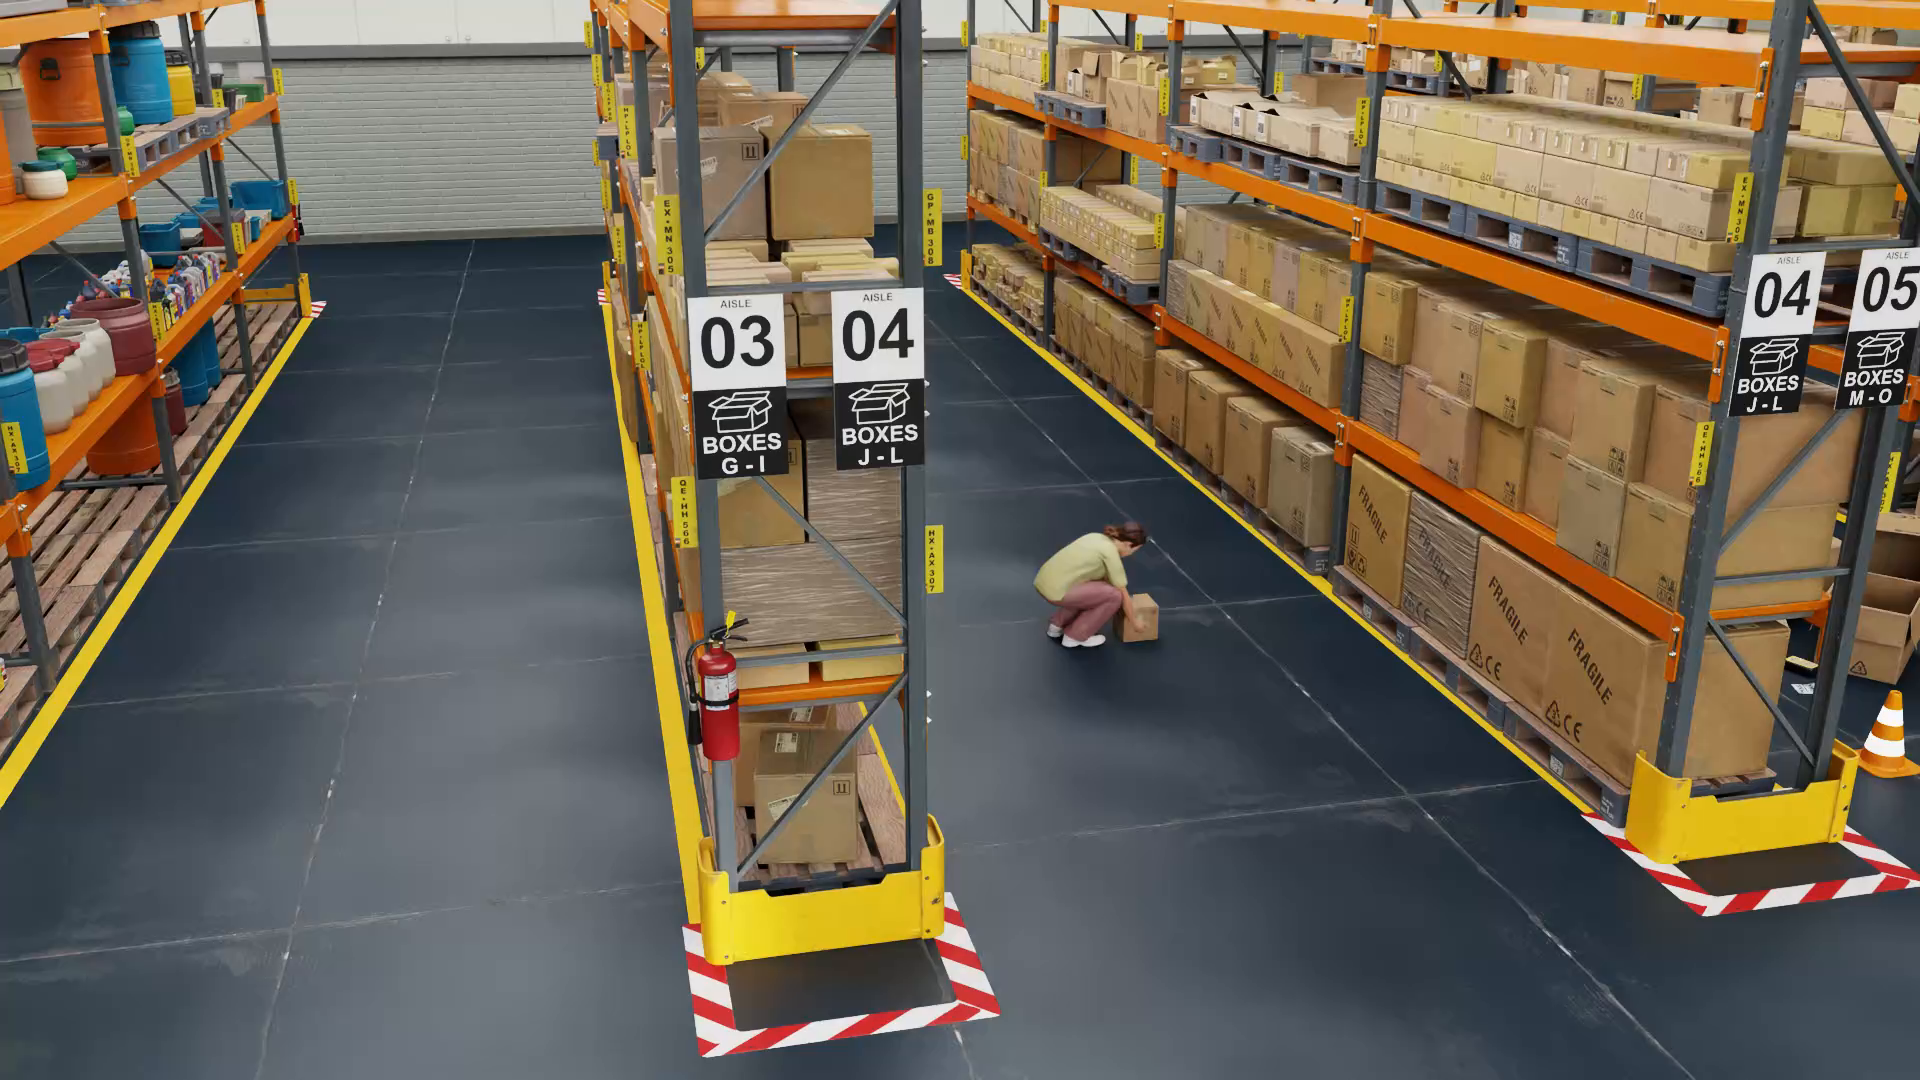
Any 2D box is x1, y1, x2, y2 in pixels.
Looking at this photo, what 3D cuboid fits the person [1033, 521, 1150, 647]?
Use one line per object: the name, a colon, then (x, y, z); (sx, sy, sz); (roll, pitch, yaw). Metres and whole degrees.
person: (0.908, 0.299, 11.515); (0.803, 0.820, 0.471); (-4, 20, -12)
